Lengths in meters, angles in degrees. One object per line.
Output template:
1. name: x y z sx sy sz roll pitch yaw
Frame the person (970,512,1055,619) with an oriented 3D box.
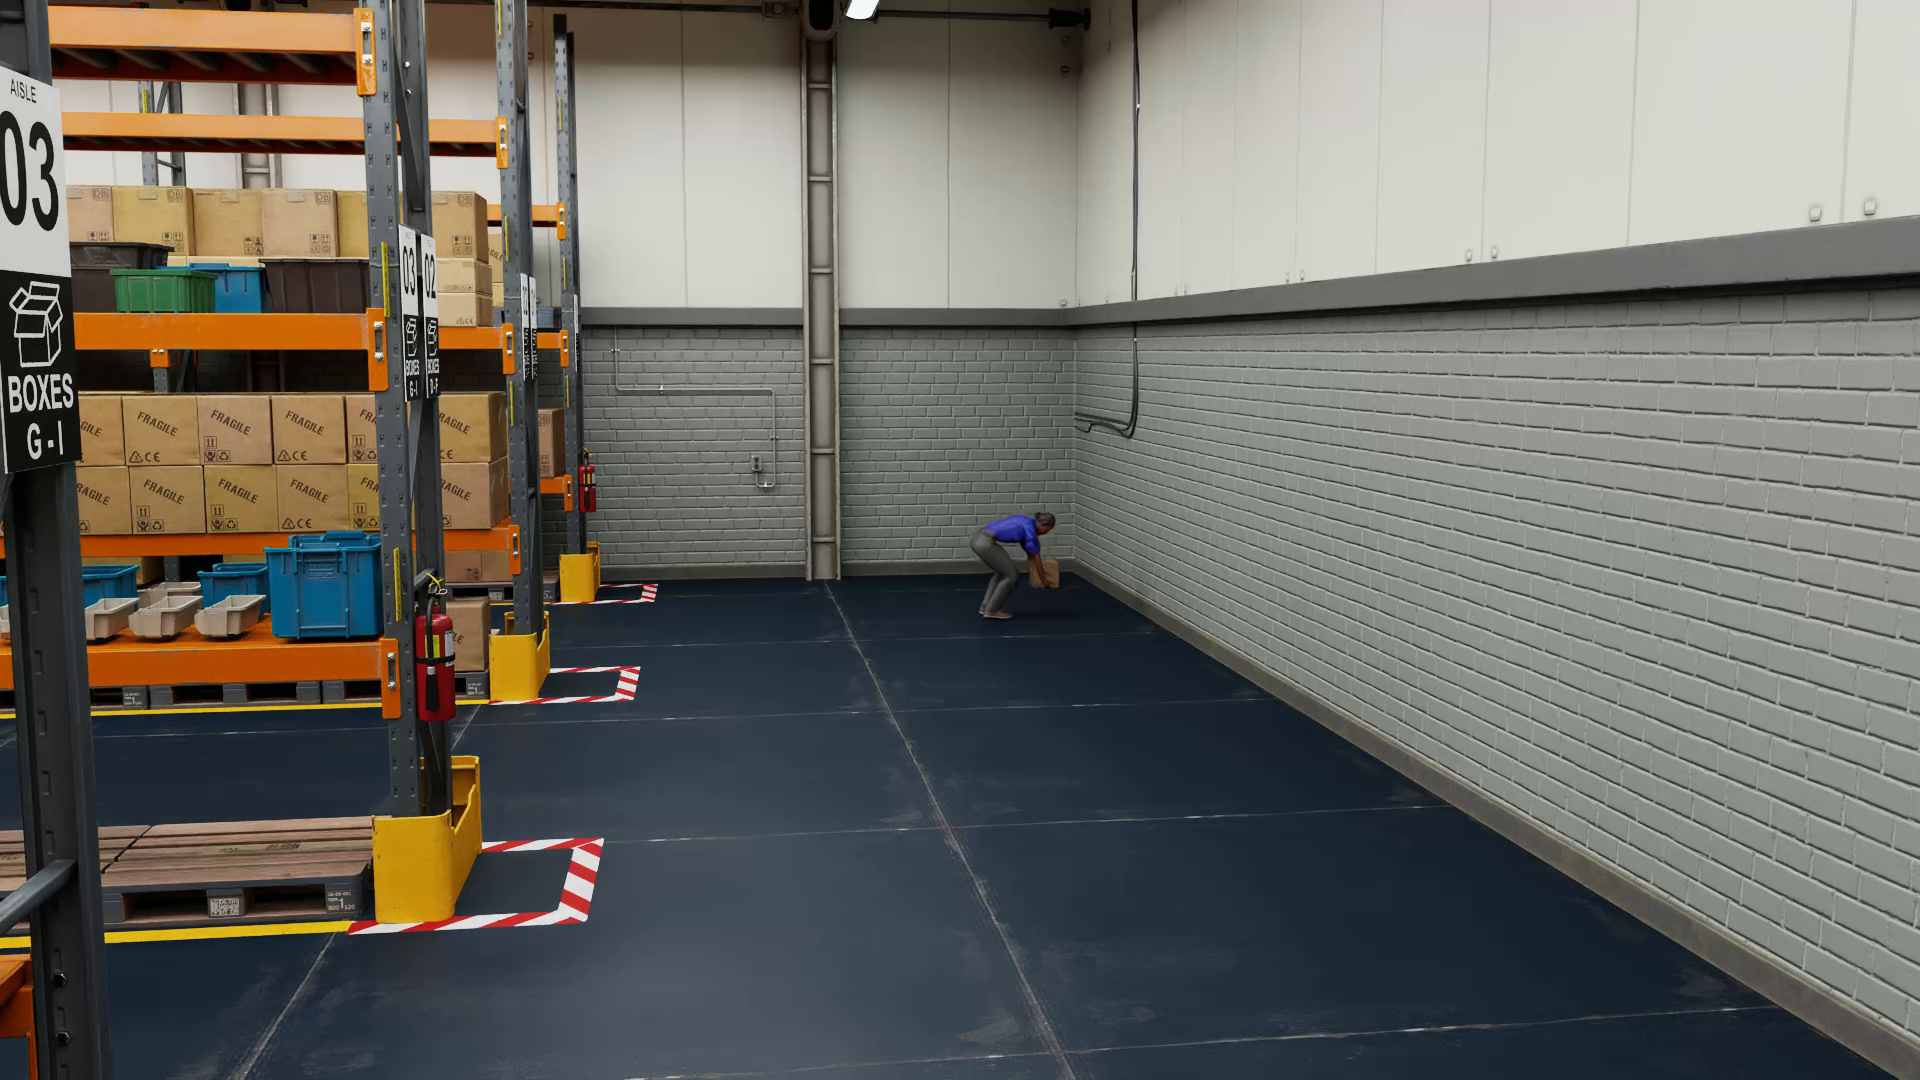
1. person: 0.527 0.242 16.453 0.859 1.045 0.460 -1 7 -12
